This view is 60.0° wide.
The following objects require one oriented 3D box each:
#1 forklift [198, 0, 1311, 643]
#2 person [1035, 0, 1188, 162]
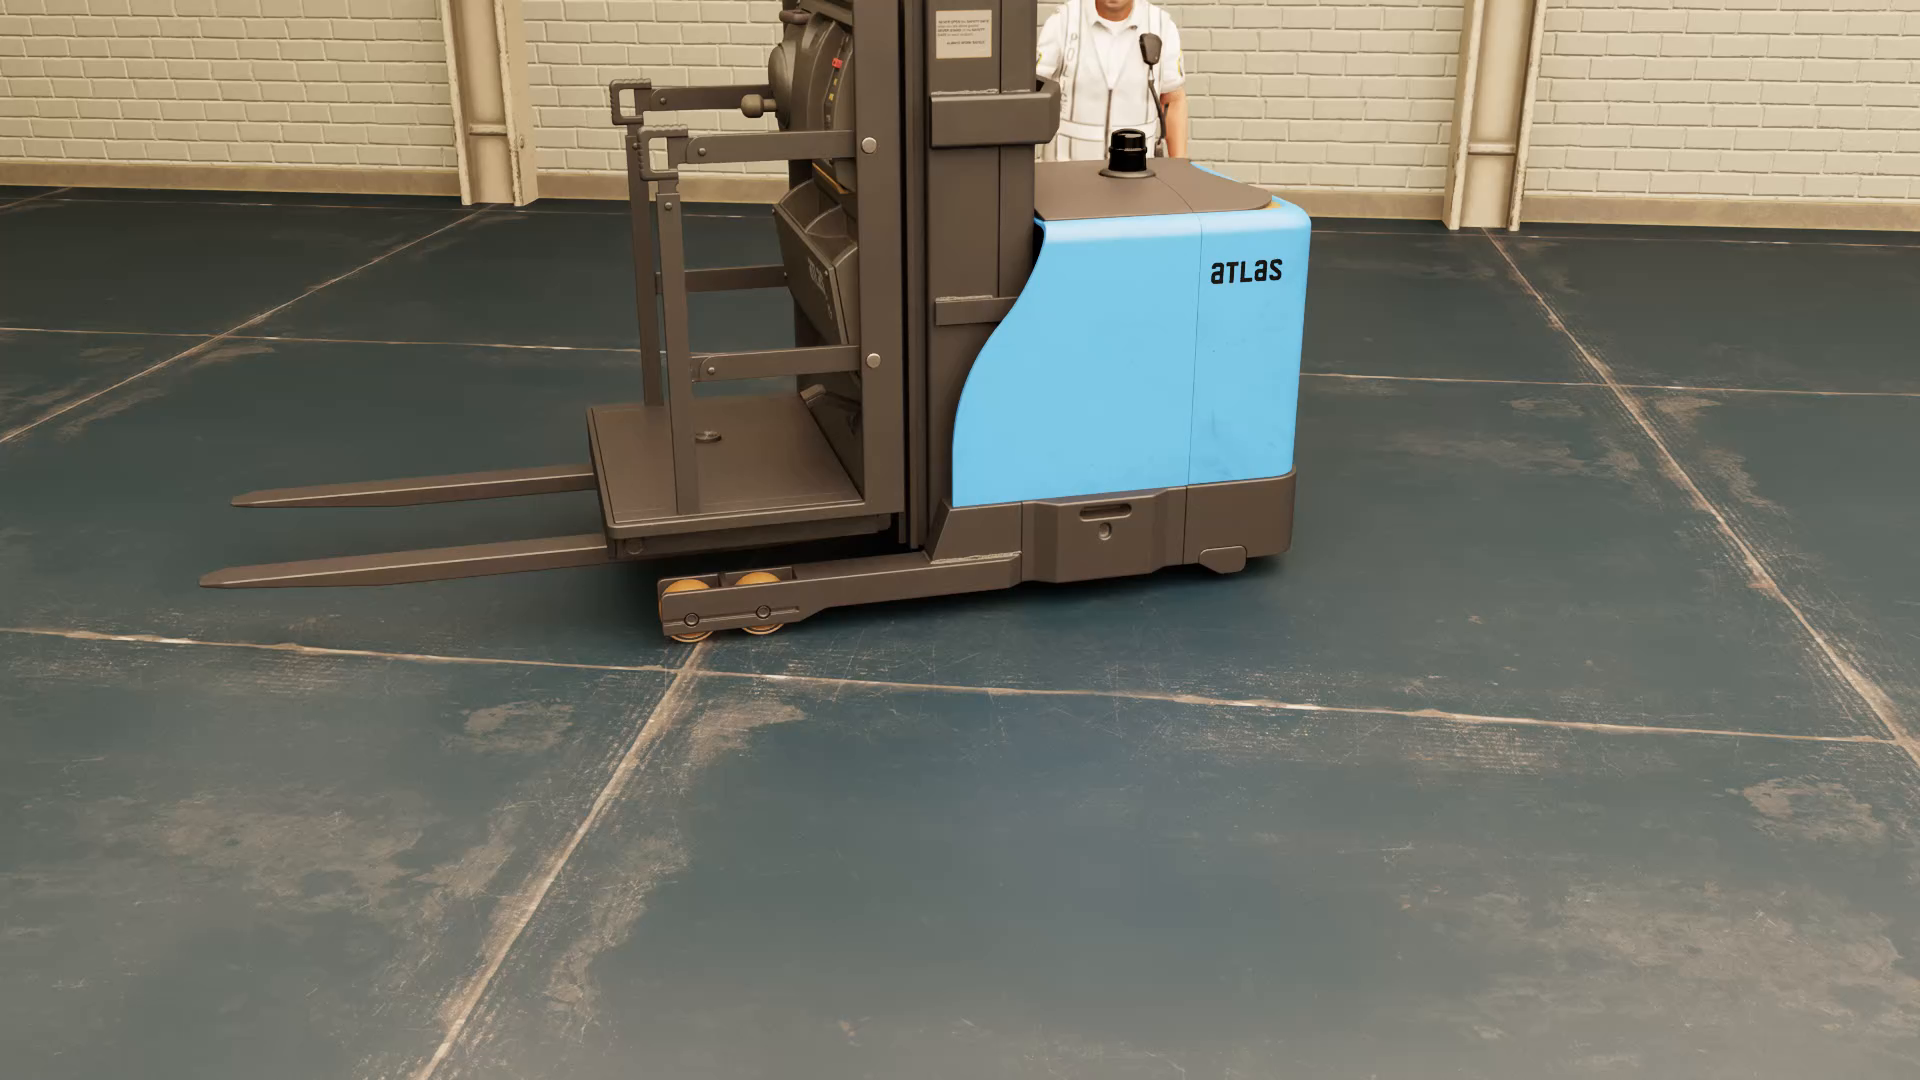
[{"bbox_3d":[-0.588,-1.301,4.485,3.031,2.935,1.130,-6,23,-14],"label":"forklift"},{"bbox_3d":[0.542,-1.333,6.149,0.674,1.756,0.476,-1,22,-3],"label":"person"}]
